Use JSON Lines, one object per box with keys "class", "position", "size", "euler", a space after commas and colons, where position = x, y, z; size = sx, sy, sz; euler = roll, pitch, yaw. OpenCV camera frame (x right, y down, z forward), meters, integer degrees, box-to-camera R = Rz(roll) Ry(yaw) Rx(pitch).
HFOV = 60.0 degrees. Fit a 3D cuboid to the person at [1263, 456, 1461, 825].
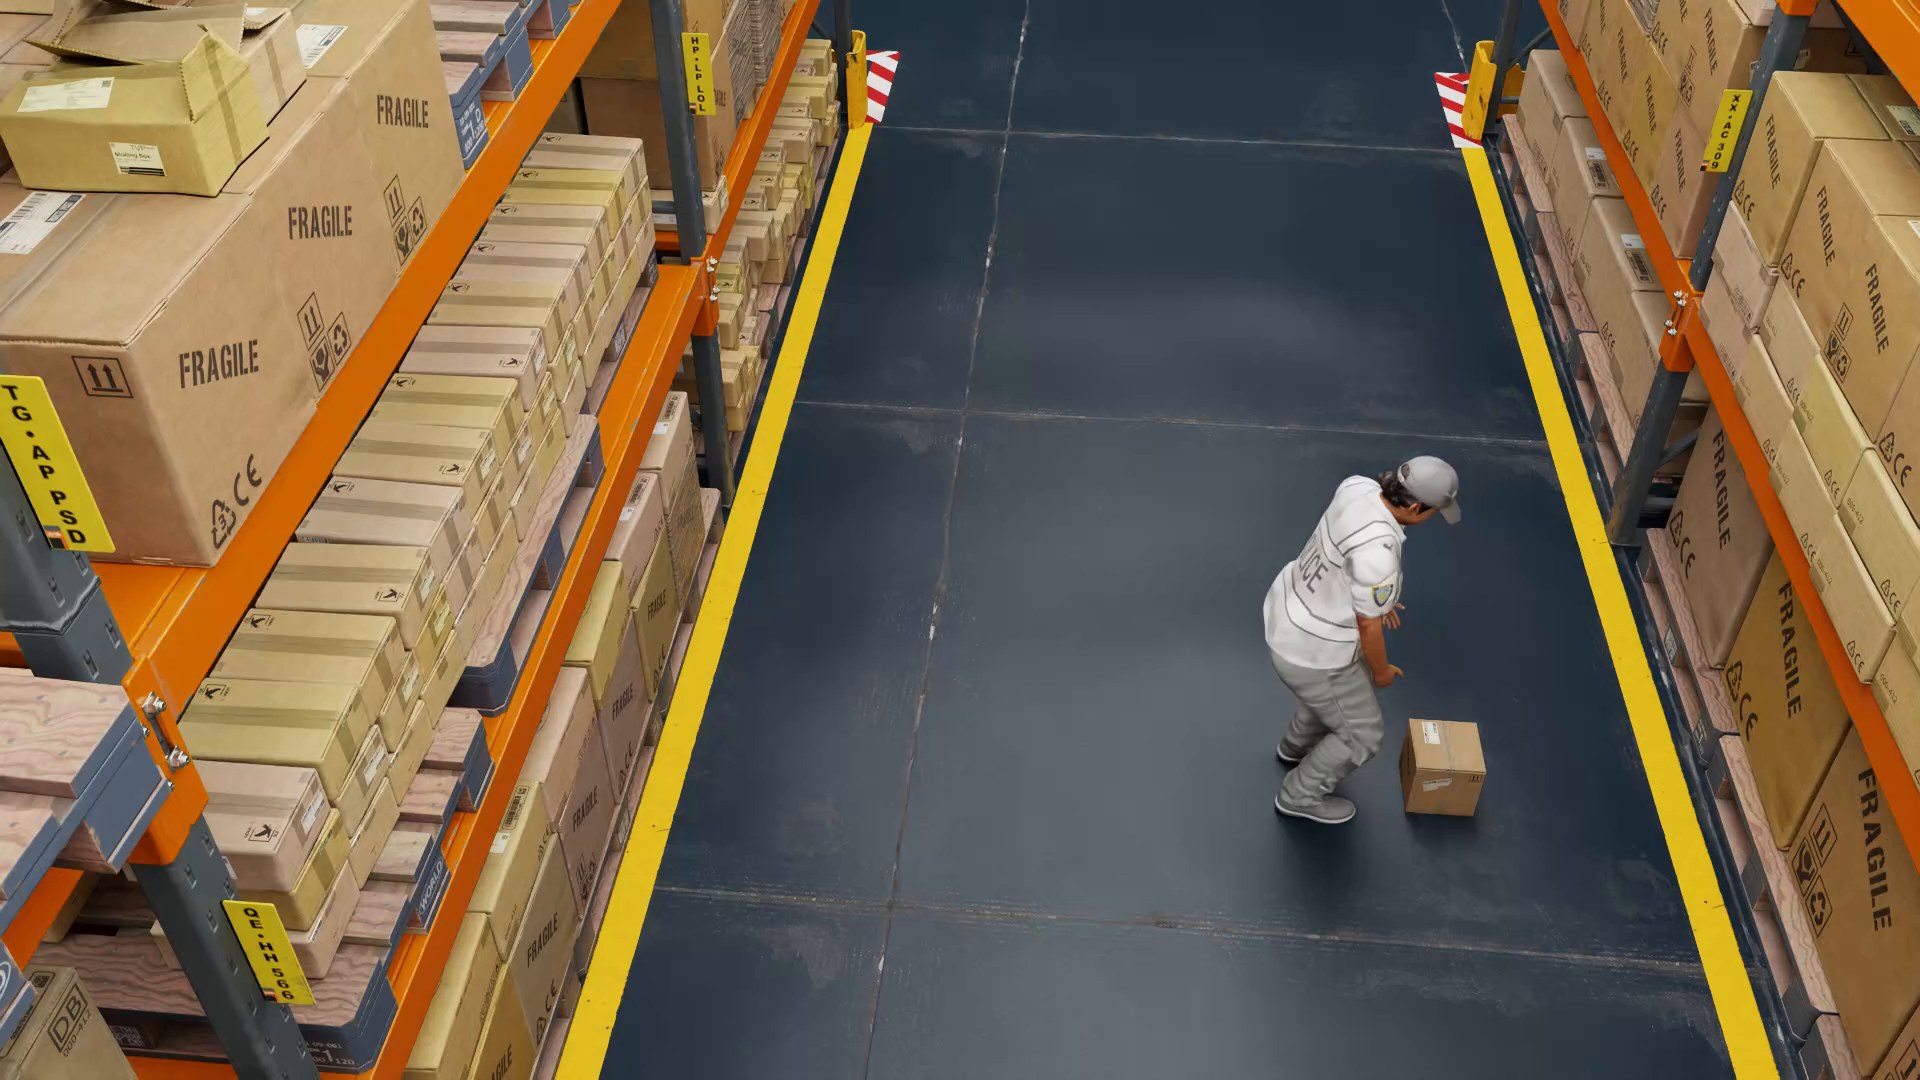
{"class": "person", "position": [1.365, 0.324, 5.879], "size": [0.591, 1.541, 0.519], "euler": [4, 40, 5]}
